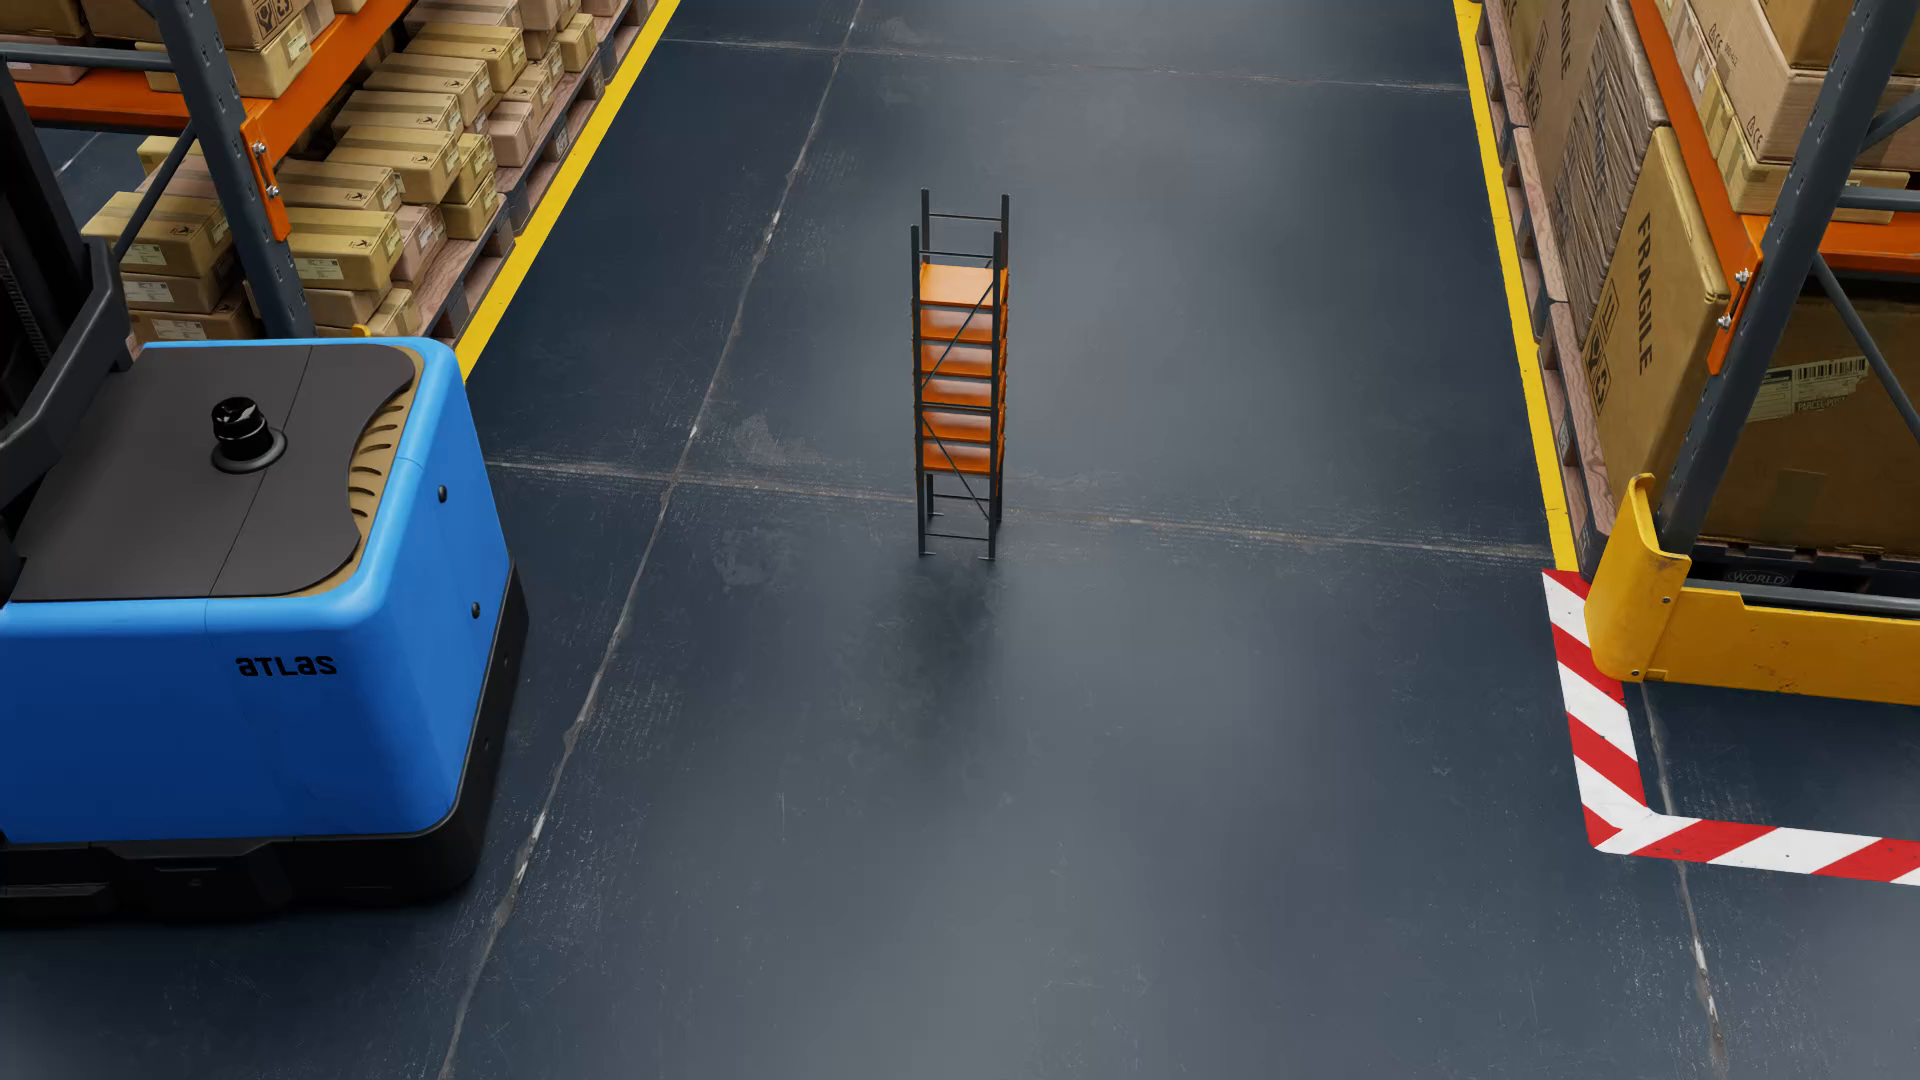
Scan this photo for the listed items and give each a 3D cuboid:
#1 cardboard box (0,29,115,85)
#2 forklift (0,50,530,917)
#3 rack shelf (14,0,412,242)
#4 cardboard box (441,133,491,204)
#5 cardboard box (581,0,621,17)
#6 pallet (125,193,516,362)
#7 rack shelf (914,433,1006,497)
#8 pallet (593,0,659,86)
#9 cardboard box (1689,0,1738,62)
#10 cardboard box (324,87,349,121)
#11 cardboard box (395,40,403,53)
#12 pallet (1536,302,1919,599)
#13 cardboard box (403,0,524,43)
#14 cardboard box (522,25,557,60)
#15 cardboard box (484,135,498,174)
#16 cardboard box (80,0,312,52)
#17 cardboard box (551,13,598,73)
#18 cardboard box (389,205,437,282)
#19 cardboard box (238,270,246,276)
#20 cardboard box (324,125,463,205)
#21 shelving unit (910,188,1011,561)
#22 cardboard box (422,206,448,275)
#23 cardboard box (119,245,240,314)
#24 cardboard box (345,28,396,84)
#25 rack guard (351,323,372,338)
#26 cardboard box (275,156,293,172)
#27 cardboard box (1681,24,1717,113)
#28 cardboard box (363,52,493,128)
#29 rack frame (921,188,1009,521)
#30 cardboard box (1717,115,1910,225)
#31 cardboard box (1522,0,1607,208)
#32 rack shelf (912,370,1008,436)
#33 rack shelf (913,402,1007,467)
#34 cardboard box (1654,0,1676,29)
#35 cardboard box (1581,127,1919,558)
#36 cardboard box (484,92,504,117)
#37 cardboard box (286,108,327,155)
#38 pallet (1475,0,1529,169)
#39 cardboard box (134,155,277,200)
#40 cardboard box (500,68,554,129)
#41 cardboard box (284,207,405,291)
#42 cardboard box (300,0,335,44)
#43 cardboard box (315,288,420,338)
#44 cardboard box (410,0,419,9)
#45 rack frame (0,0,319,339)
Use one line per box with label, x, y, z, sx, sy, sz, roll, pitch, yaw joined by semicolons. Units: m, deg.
cardboard box;-2.686;-1.444;4.776;0.380;0.149;0.250;5;44;6
forklift;-2.766;-0.445;3.588;3.031;2.935;1.130;-1;43;-1
rack shelf;-2.185;-2.389;6.114;1.077;0.370;4.000;5;44;6
cardboard box;-1.947;-1.367;6.064;0.380;0.149;0.250;7;44;7
cardboard box;-1.723;-2.477;7.452;0.380;0.149;0.250;4;44;4
pallet;-2.297;-0.877;6.022;1.003;0.211;1.213;5;44;6
rack shelf;0.002;-0.239;5.043;0.258;0.103;0.180;5;44;6
pallet;-1.974;-2.540;7.779;1.003;0.211;1.213;5;44;6
cardboard box;2.323;-1.521;4.567;0.500;0.250;0.500;5;44;5
cardboard box;-2.540;-1.606;6.317;0.380;0.149;0.250;6;44;6
cardboard box;-2.479;-1.970;6.700;0.380;0.149;0.250;6;44;6
pallet;2.482;-0.307;5.421;1.003;0.211;1.213;5;44;6
cardboard box;-1.950;-2.025;6.543;0.380;0.149;0.250;5;44;6
cardboard box;-1.888;-2.107;6.845;0.380;0.149;0.250;3;44;4
cardboard box;-2.002;-1.435;6.352;0.380;0.149;0.250;5;44;6
cardboard box;-2.116;-1.712;4.588;0.500;0.500;0.500;7;44;7
cardboard box;-1.771;-2.127;7.083;0.380;0.149;0.250;5;44;5
cardboard box;-2.033;-1.028;5.705;0.380;0.149;0.250;5;44;5
cardboard box;-2.653;-0.966;5.857;0.380;0.149;0.250;6;44;7
cardboard box;-1.966;-1.305;5.782;0.380;0.149;0.250;5;44;5
shelving unit;0.002;-0.446;4.848;0.258;1.200;0.189;5;44;6
cardboard box;-2.083;-1.088;5.985;0.380;0.149;0.250;6;44;6
cardboard box;-2.662;-0.898;5.568;0.380;0.149;0.250;4;44;4
cardboard box;-2.410;-1.887;6.396;0.380;0.149;0.250;4;44;4
rack guard;-2.439;-0.431;5.342;1.175;0.500;0.348;5;44;6
cardboard box;-2.595;-1.252;5.943;0.380;0.149;0.250;4;44;4
cardboard box;2.242;-1.298;4.622;0.380;0.149;0.250;5;44;6
cardboard box;-1.969;-1.670;6.168;0.380;0.149;0.250;7;44;7
rack frame;0.014;-0.508;4.914;0.240;1.200;0.006;5;44;6
cardboard box;2.175;-0.949;4.253;0.380;0.149;0.250;6;44;6
cardboard box;2.697;-1.818;6.229;0.875;0.875;0.875;5;44;6
rack shelf;0.002;-0.413;4.878;0.258;0.103;0.180;5;44;6
rack shelf;0.002;-0.326;4.961;0.258;0.103;0.180;5;44;6
cardboard box;2.308;-1.645;4.988;0.380;0.149;0.250;4;44;5
cardboard box;2.459;-0.592;4.933;0.875;0.875;0.875;5;44;6
cardboard box;-2.011;-1.745;6.463;0.380;0.149;0.250;7;44;8
cardboard box;-2.535;-1.529;6.018;0.380;0.149;0.250;4;44;4
pallet;2.805;-1.970;7.177;1.003;0.211;1.213;5;44;6
cardboard box;-2.540;-1.170;5.640;0.380;0.149;0.250;6;44;6
cardboard box;-1.871;-1.788;6.724;0.380;0.149;0.250;5;44;6
cardboard box;-2.043;-0.947;5.403;0.380;0.149;0.250;3;44;4
cardboard box;-2.089;-1.564;4.903;0.380;0.149;0.250;7;44;7
cardboard box;-2.063;-0.732;5.610;0.380;0.149;0.250;6;44;6
cardboard box;-2.332;-2.232;6.761;0.380;0.149;0.250;4;44;4
rack frame;-2.449;-1.287;4.428;1.000;3.000;0.127;5;44;6
